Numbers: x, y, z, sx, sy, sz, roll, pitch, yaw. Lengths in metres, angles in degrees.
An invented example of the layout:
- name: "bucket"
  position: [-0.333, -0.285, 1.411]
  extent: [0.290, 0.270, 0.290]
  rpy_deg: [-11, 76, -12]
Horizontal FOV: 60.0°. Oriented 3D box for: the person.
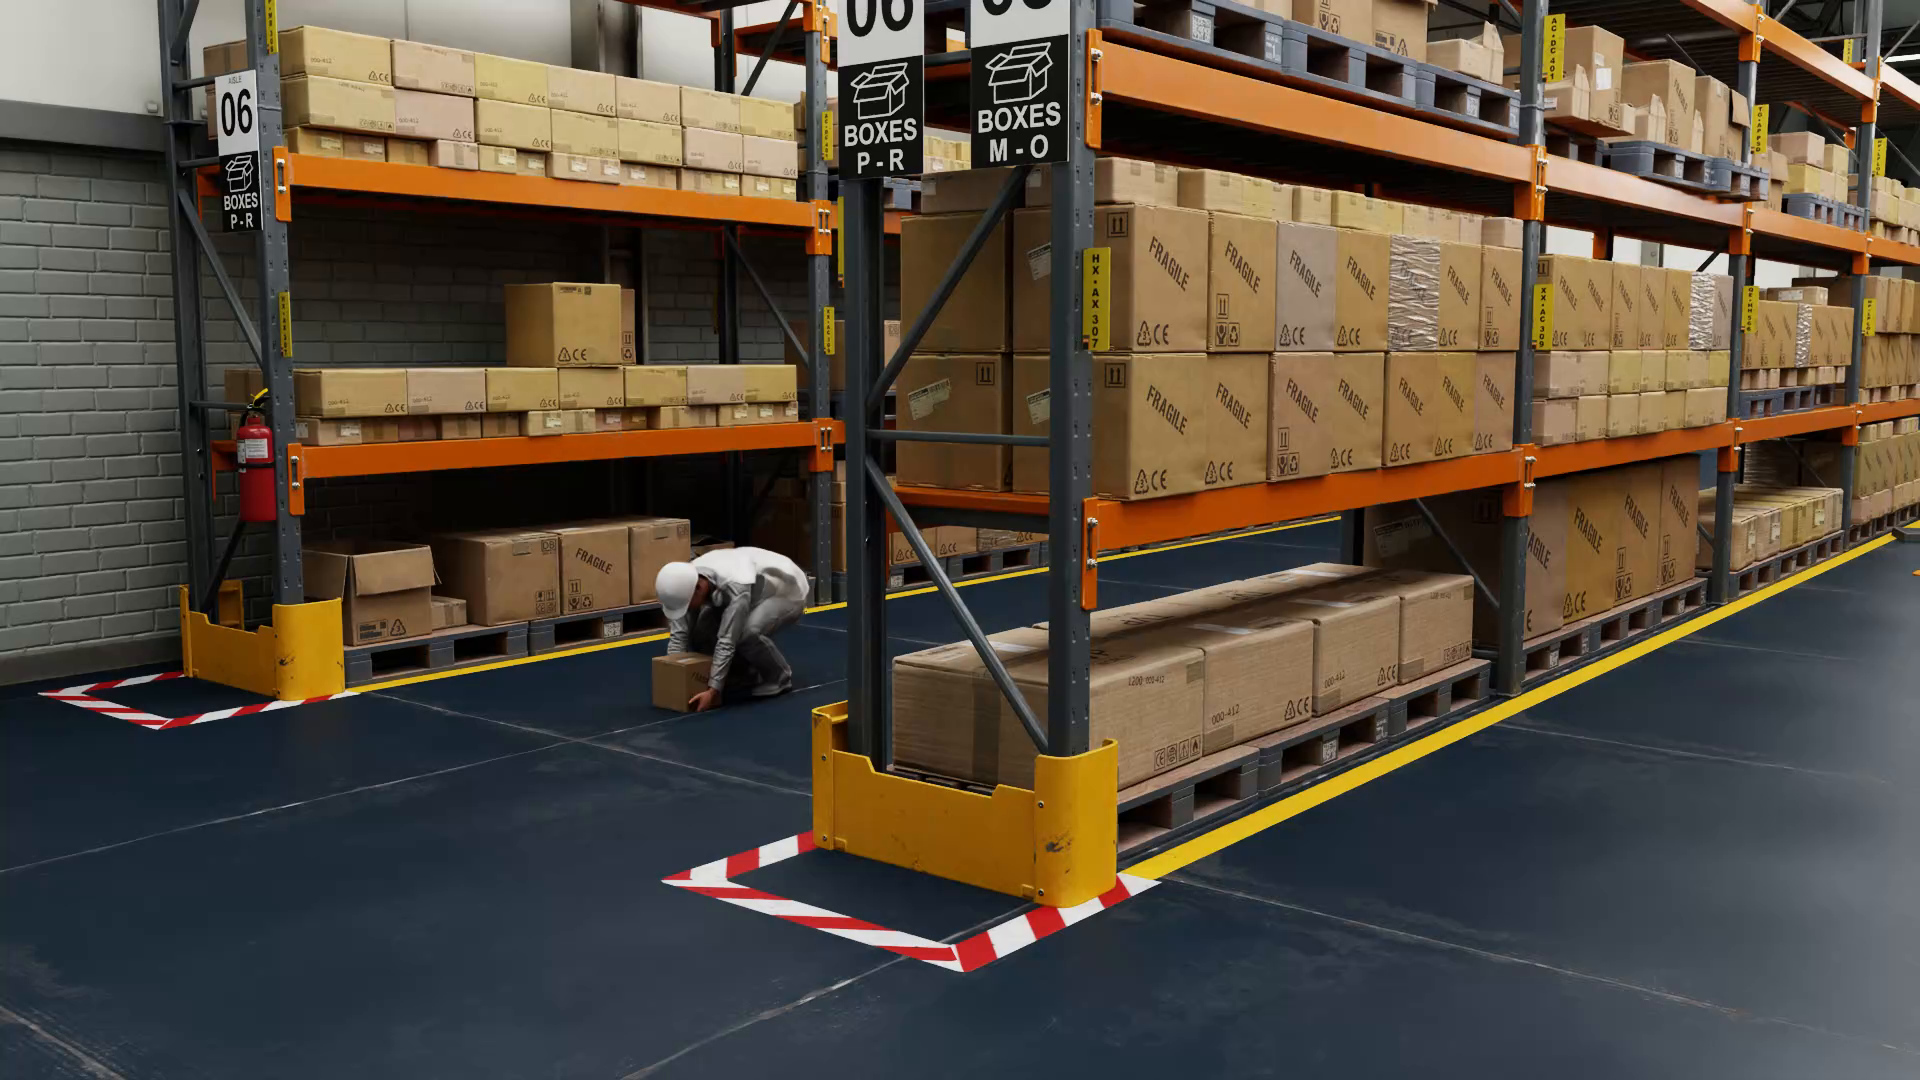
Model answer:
- name: "person"
  position: [-1.210, 0.452, 8.672]
  extent: [0.504, 0.782, 0.994]
  rpy_deg: [5, 8, 37]
